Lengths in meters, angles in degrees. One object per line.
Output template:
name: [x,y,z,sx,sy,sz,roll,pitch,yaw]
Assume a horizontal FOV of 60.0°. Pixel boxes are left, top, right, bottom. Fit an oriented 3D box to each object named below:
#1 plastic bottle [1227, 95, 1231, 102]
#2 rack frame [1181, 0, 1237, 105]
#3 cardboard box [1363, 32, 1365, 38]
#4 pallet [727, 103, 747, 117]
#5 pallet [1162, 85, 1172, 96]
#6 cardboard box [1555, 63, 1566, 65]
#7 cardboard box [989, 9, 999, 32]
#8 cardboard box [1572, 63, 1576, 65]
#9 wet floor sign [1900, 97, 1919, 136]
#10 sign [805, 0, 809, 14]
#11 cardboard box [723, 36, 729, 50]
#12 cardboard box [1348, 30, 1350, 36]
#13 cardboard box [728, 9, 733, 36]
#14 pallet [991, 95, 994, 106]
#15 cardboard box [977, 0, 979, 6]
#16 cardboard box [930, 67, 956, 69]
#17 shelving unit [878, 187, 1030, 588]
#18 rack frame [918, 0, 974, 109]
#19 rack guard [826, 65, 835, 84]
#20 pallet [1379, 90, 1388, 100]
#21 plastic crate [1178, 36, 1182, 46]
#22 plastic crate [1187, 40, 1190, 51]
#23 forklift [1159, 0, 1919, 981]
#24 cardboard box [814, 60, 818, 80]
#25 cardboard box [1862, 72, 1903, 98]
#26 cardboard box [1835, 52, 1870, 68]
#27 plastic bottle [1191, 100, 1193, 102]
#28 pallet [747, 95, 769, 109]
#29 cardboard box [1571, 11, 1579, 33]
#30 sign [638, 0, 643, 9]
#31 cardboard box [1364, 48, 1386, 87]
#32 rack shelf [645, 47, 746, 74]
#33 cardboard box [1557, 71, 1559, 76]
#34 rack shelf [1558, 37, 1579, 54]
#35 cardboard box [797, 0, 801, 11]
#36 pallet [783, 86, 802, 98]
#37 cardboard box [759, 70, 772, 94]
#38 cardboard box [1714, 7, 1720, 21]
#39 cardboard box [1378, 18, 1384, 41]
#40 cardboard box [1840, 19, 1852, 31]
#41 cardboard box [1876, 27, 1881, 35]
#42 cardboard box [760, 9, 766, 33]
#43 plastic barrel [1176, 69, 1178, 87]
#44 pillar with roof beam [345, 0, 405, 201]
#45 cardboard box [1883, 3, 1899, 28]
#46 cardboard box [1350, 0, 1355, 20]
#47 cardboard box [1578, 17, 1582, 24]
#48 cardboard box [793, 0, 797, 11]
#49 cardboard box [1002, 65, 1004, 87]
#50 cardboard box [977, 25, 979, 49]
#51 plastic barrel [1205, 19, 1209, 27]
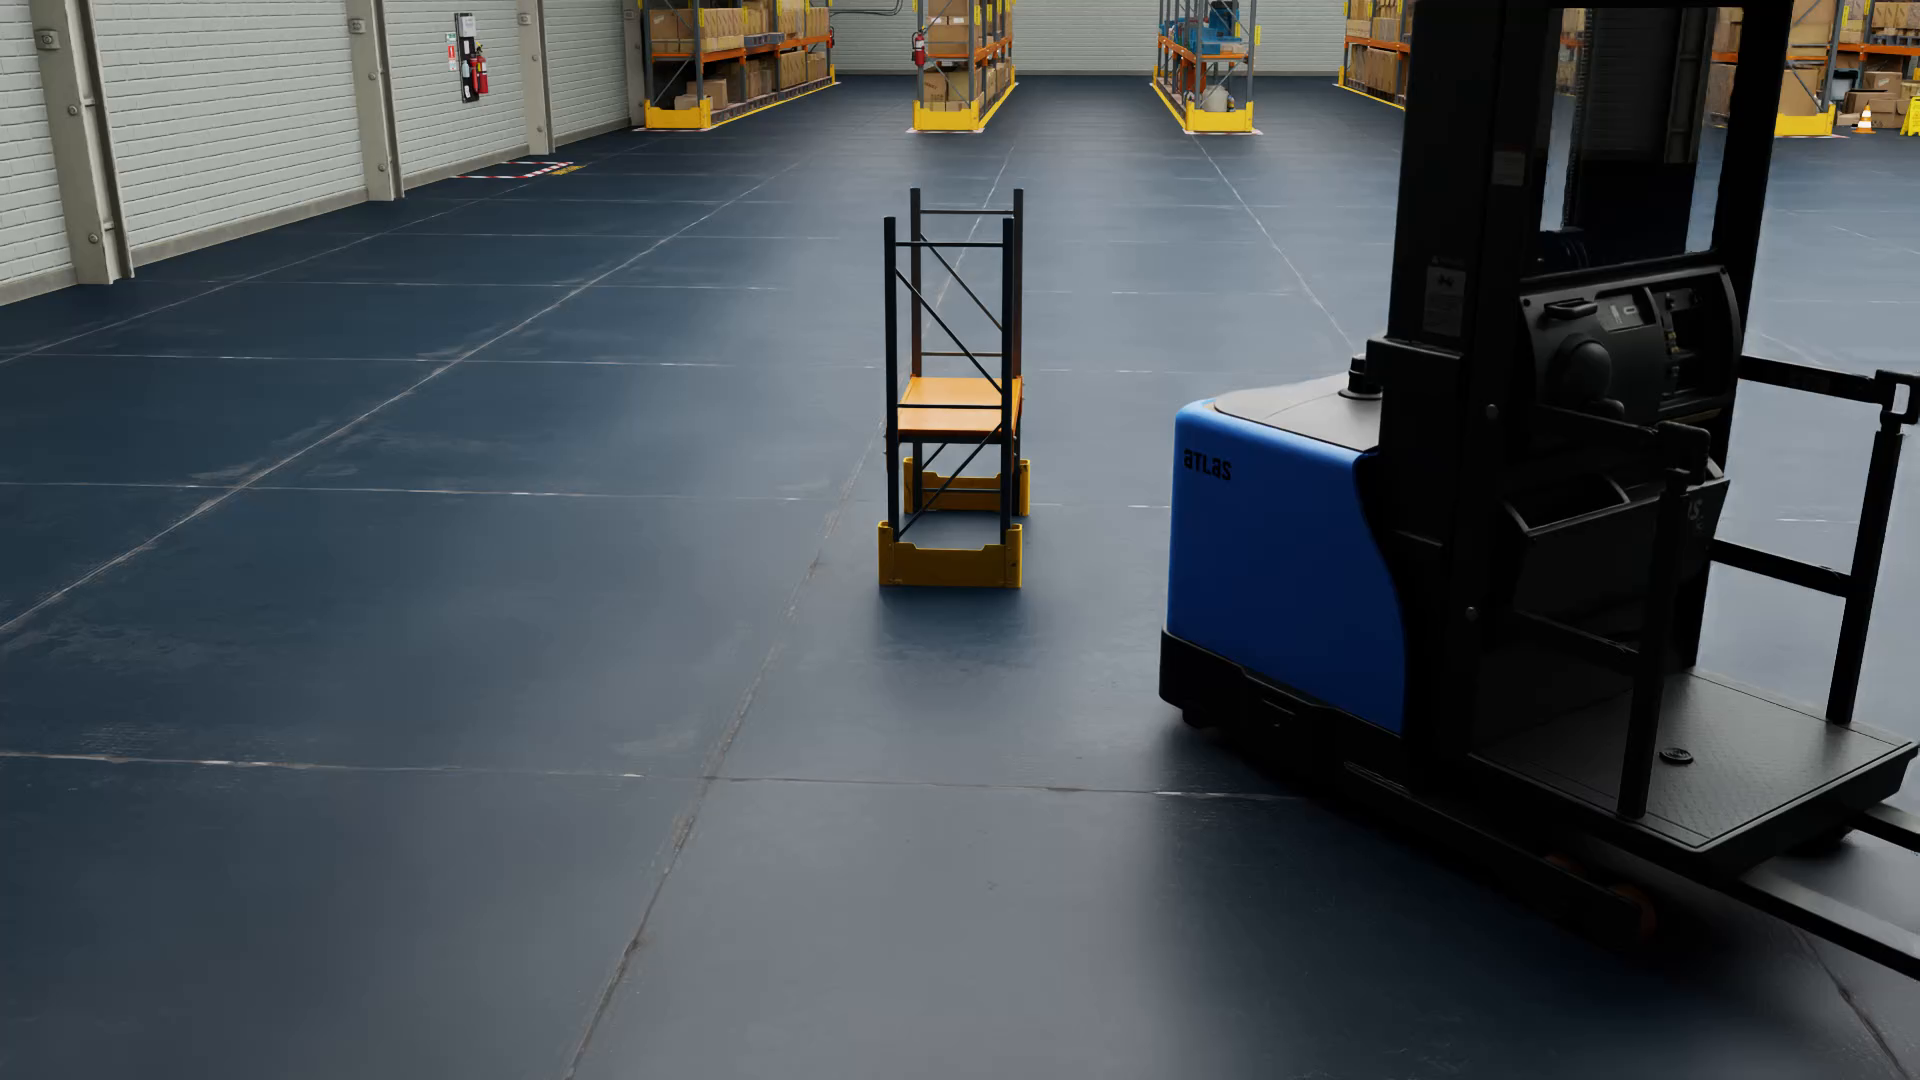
plastic bottle: [5.163,-8.381,31.857,0.097,0.271,0.097,0,18,0]
rack frame: [4.978,-10.017,33.175,1.000,3.000,0.127,1,18,4]
cardboard box: [10.223,-12.533,41.258,0.380,0.149,0.250,1,18,3]
pallet: [-4.917,-8.703,33.645,1.003,0.211,1.213,1,18,4]
pallet: [5.454,-10.938,40.464,1.003,0.211,1.213,1,18,4]
cardboard box: [15.267,-12.054,42.342,0.380,0.149,0.250,2,18,5]
cardboard box: [0.513,-12.096,38.685,0.700,0.500,0.500,5,19,14]
cardboard box: [15.791,-12.045,42.315,0.380,0.149,0.250,1,18,2]
wet floor sign: [16.544,-7.350,28.817,0.267,0.644,0.232,-2,18,-6]
sign: [-3.789,-13.226,41.237,0.100,0.325,0.005,1,18,4]
cardboard box: [-4.735,-9.555,31.975,0.500,0.250,0.500,1,18,4]
cardboard box: [10.406,-13.331,43.694,0.380,0.149,0.250,1,18,3]
cardboard box: [-4.706,-10.067,32.334,0.500,0.500,0.500,1,18,2]
pallet: [0.226,-9.791,36.964,1.003,0.211,1.213,1,18,4]
cardboard box: [0.012,-10.655,32.878,0.700,0.500,0.500,1,18,4]
cardboard box: [-0.336,-9.085,32.870,0.500,0.500,0.500,1,18,4]
shelving unit: [-0.005,-0.689,7.117,0.587,1.500,1.083,1,18,4]
rack frame: [-0.250,-8.886,29.725,1.000,3.000,0.127,1,18,4]
rack guard: [-4.042,-12.784,45.636,1.175,0.500,0.348,1,18,4]
pallet: [10.426,-10.444,38.959,1.003,0.211,1.213,1,18,4]
plastic crate: [4.821,-10.463,34.878,0.450,0.188,0.662,1,18,4]
plastic crate: [4.599,-9.501,31.941,0.450,0.188,0.662,1,18,4]
forklift: [1.931,-0.519,4.301,1.130,2.935,3.031,-12,22,-33]
cardboard box: [-4.096,-12.279,43.421,0.700,0.500,0.500,2,18,5]
cardboard box: [18.025,-8.887,32.527,0.500,0.500,0.500,1,18,4]
cardboard box: [20.290,-10.607,37.714,0.875,0.875,0.875,2,18,5]
plastic bottle: [4.385,-8.234,31.522,0.097,0.201,0.097,0,18,0]
pallet: [-4.765,-9.535,36.182,1.003,0.211,1.213,1,18,4]
cardboard box: [15.184,-12.594,40.403,0.500,0.500,0.500,1,18,4]
sign: [-5.743,-9.715,29.886,0.100,0.325,0.005,1,18,4]
cardboard box: [10.465,-11.381,40.078,1.225,0.875,0.875,1,18,4]
rack shelf: [-5.047,-9.275,32.066,1.077,0.370,4.000,1,18,4]
cardboard box: [15.361,-11.828,42.128,0.380,0.149,0.250,2,18,7]
rack shelf: [15.575,-12.528,41.995,1.077,0.370,4.000,1,18,4]
cardboard box: [-4.155,-12.968,40.307,0.500,0.250,0.500,2,18,5]
pallet: [-4.395,-10.776,39.971,1.003,0.211,1.213,1,18,4]
cardboard box: [-4.617,-10.277,37.276,0.700,0.500,0.500,2,18,5]
cardboard box: [14.797,-10.235,31.865,0.875,0.550,0.550,1,18,4]
cardboard box: [10.137,-11.989,39.035,0.500,0.500,0.500,1,18,3]
cardboard box: [19.903,-11.409,36.862,0.500,0.250,0.500,1,18,2]
cardboard box: [19.880,-10.911,35.632,0.380,0.149,0.250,0,18,1]
cardboard box: [-4.654,-11.416,36.580,0.700,0.500,0.500,0,18,-1]
plastic barrel: [5.315,-10.957,39.365,0.421,0.512,0.421,0,18,0]
pillar with roof beam: [-2.570,-8.260,18.180,9.100,9.000,0.400,1,18,4]
cardboard box: [19.796,-11.019,34.922,0.500,0.500,0.500,2,18,7]
cardboard box: [10.438,-13.761,43.162,0.500,0.500,0.500,1,18,3]
cardboard box: [14.944,-12.358,39.572,0.380,0.149,0.250,2,18,5]
cardboard box: [-4.192,-12.809,39.824,0.500,0.250,0.500,2,18,5]
cardboard box: [0.781,-11.166,39.989,0.500,0.500,0.500,2,18,5]
cardboard box: [0.012,-10.038,33.080,0.700,0.500,0.500,1,18,2]
plastic barrel: [5.317,-10.601,34.741,0.433,0.535,0.433,0,18,0]
